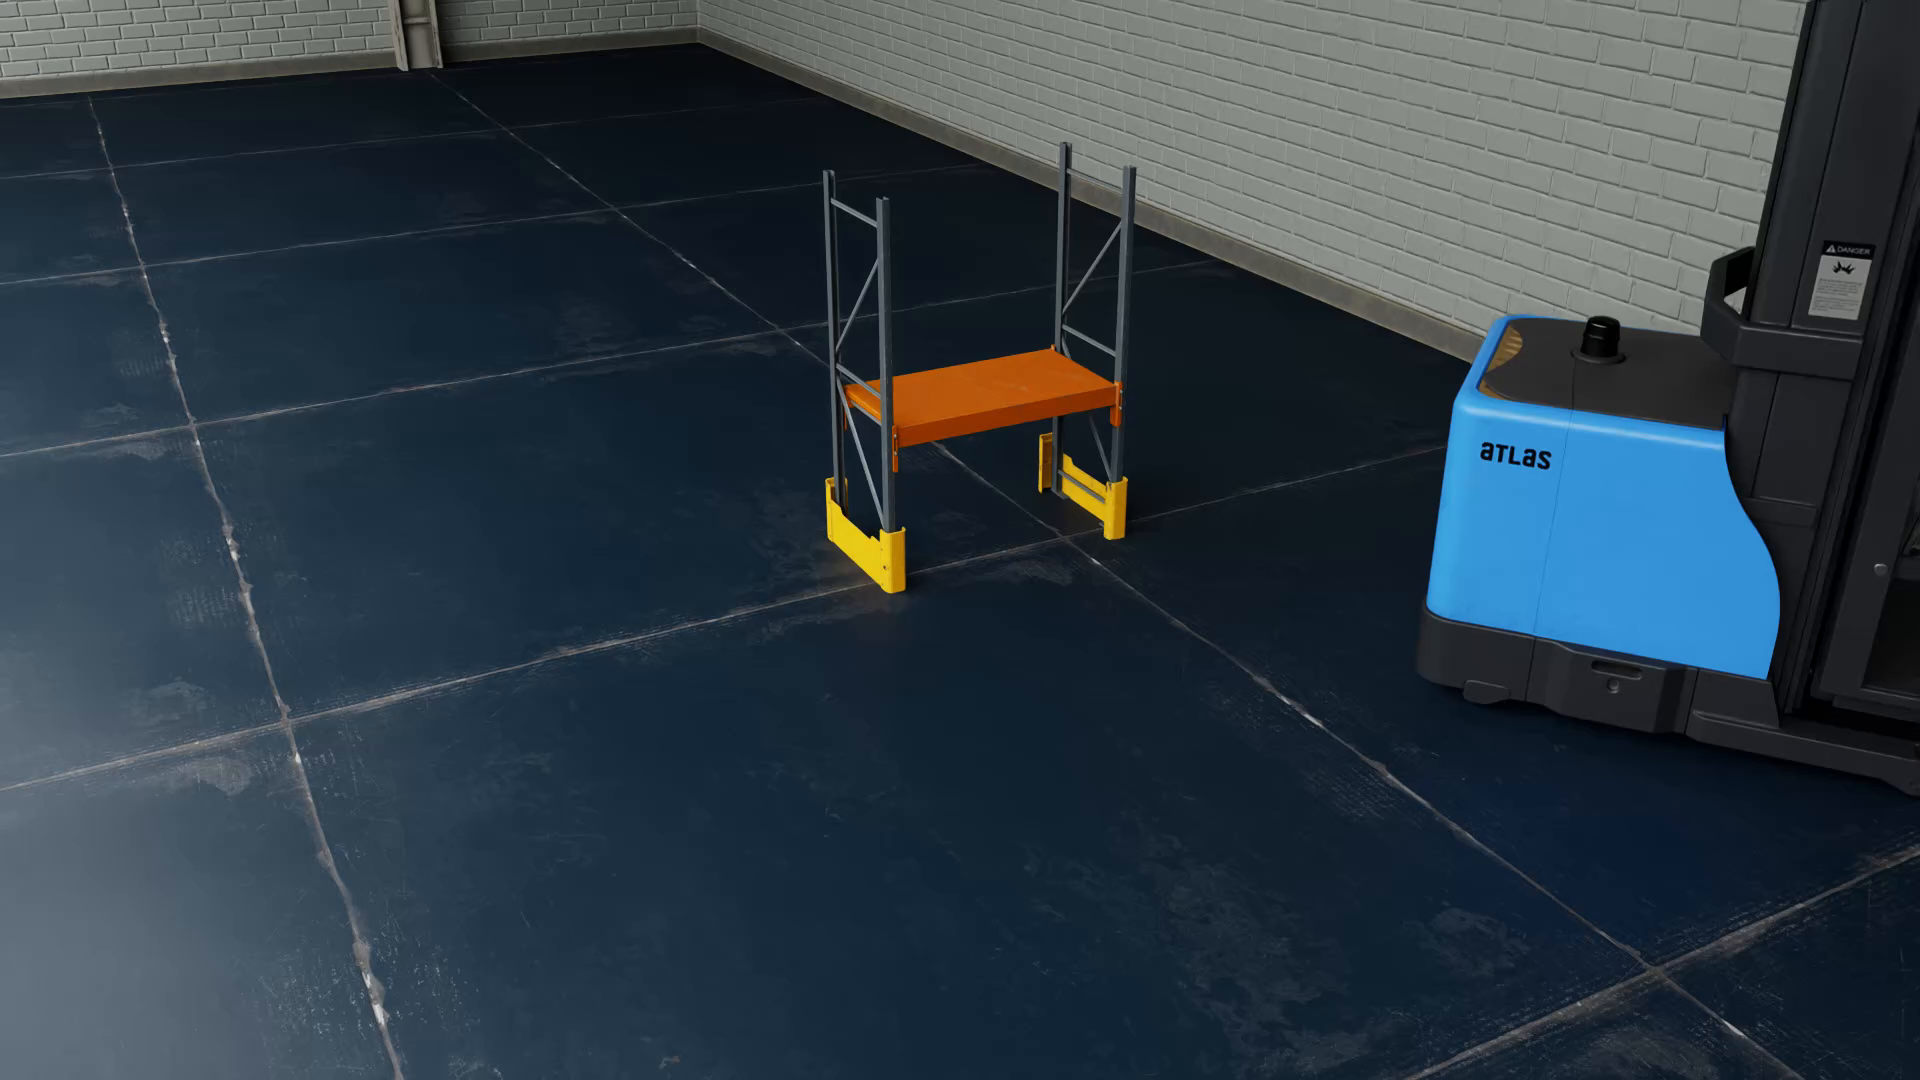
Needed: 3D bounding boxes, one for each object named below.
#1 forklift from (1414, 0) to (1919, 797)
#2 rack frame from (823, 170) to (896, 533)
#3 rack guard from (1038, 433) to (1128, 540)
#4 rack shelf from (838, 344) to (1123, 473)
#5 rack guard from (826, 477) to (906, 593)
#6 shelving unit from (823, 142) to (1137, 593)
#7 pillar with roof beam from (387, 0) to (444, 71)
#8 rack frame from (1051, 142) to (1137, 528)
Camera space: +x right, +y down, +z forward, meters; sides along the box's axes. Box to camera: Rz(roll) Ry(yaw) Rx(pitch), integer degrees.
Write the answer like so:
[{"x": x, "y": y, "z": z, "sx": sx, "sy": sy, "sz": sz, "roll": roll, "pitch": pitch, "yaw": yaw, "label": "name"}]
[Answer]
[{"x": 3.110, "y": -0.730, "z": 4.884, "sx": 3.031, "sy": 2.935, "sz": 1.130, "roll": 11, "pitch": 28, "yaw": 22, "label": "forklift"}, {"x": -0.373, "y": -0.590, "z": 6.246, "sx": 0.032, "sy": 1.500, "sz": 0.500, "roll": -13, "pitch": 29, "yaw": -25, "label": "rack frame"}, {"x": 0.507, "y": -0.230, "z": 6.939, "sx": 0.087, "sy": 0.250, "sz": 0.587, "roll": -13, "pitch": 29, "yaw": -25, "label": "rack guard"}, {"x": 0.075, "y": -0.531, "z": 6.539, "sx": 1.000, "sy": 0.185, "sz": 0.538, "roll": -13, "pitch": 29, "yaw": -25, "label": "rack shelf"}, {"x": -0.372, "y": -0.027, "z": 6.517, "sx": 0.087, "sy": 0.250, "sz": 0.587, "roll": -13, "pitch": 29, "yaw": -25, "label": "rack guard"}, {"x": 0.067, "y": -0.692, "z": 6.458, "sx": 1.083, "sy": 1.500, "sz": 0.587, "roll": -13, "pitch": 29, "yaw": -25, "label": "shelving unit"}, {"x": -3.352, "y": -7.126, "z": 11.195, "sx": 0.400, "sy": 9.000, "sz": 9.100, "roll": -13, "pitch": 29, "yaw": -25, "label": "pillar with roof beam"}, {"x": 0.524, "y": -0.797, "z": 6.677, "sx": 0.032, "sy": 1.500, "sz": 0.500, "roll": -13, "pitch": 29, "yaw": -25, "label": "rack frame"}]
